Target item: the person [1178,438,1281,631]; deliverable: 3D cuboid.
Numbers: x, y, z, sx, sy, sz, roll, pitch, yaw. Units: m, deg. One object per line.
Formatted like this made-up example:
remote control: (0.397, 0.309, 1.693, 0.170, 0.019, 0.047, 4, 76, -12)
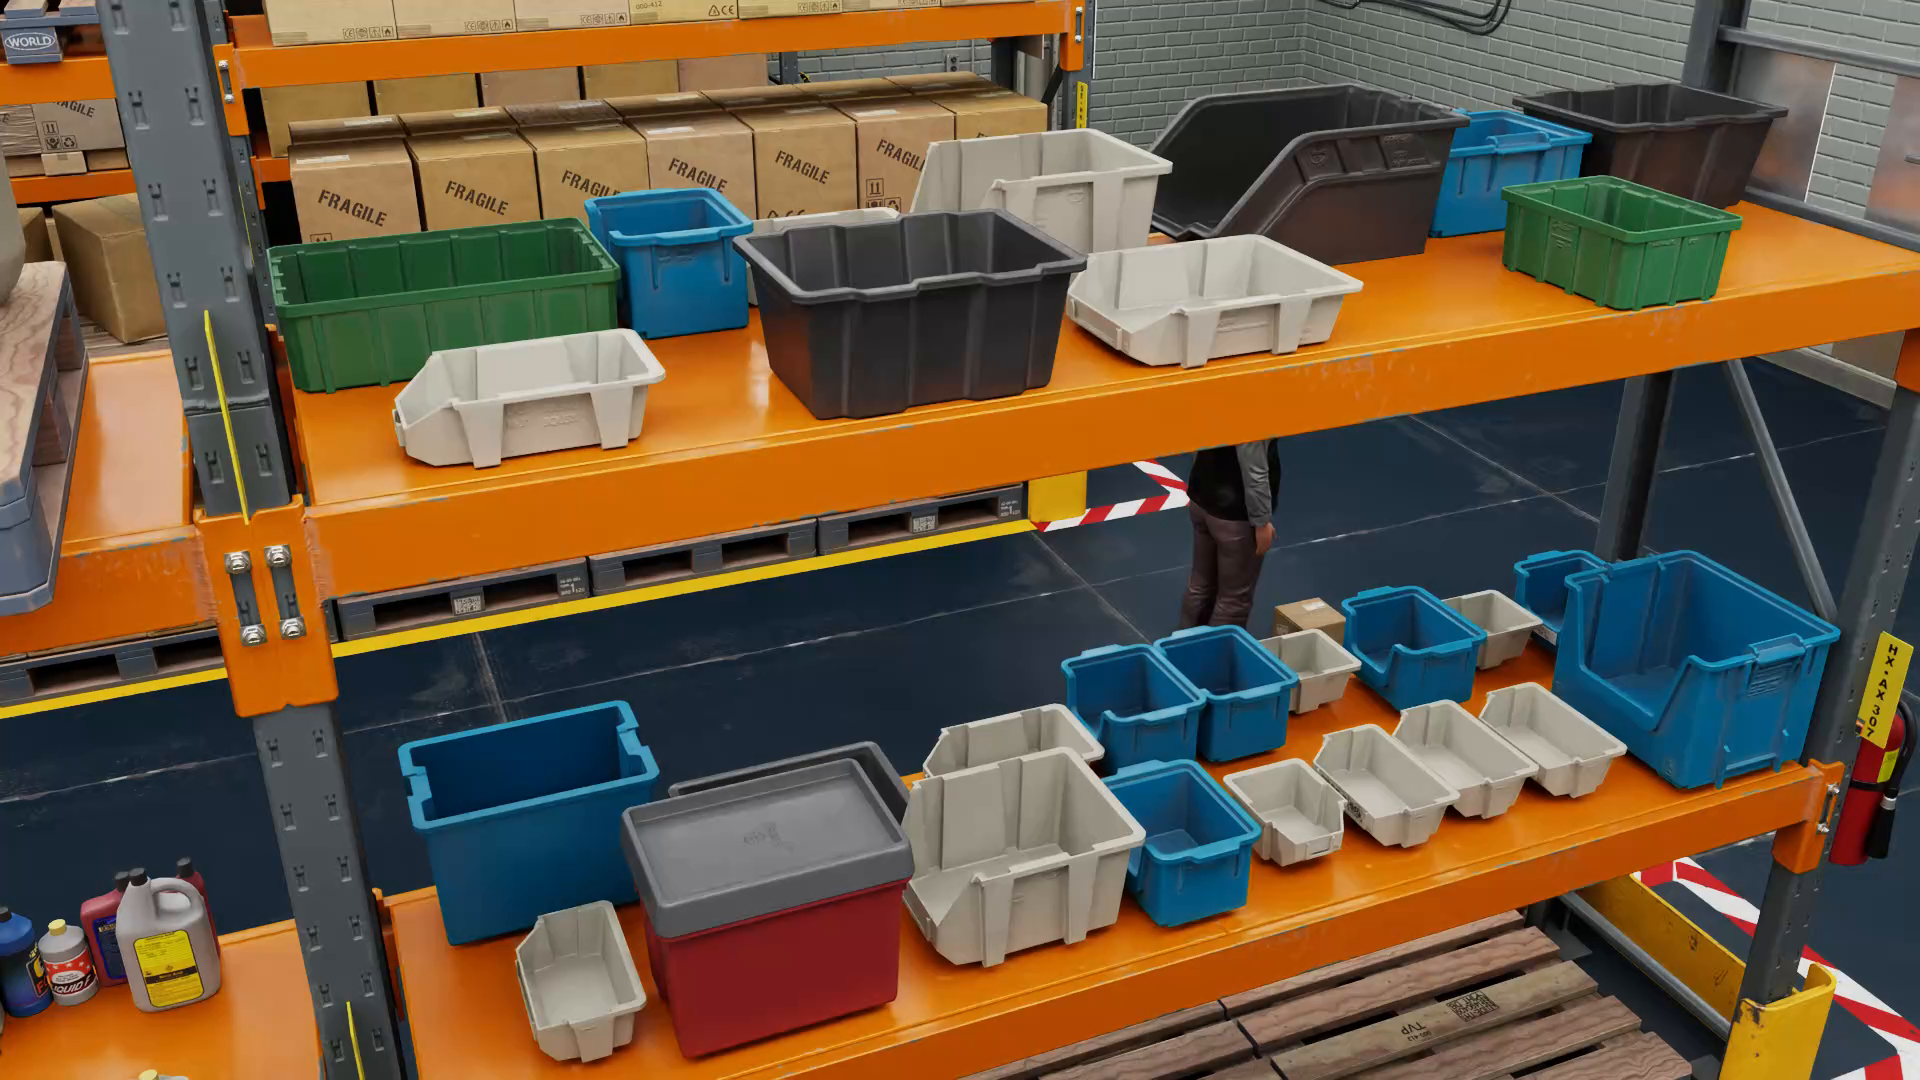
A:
person: (1.212, -0.123, 7.401, 0.360, 1.738, 0.550, -10, 27, -19)
